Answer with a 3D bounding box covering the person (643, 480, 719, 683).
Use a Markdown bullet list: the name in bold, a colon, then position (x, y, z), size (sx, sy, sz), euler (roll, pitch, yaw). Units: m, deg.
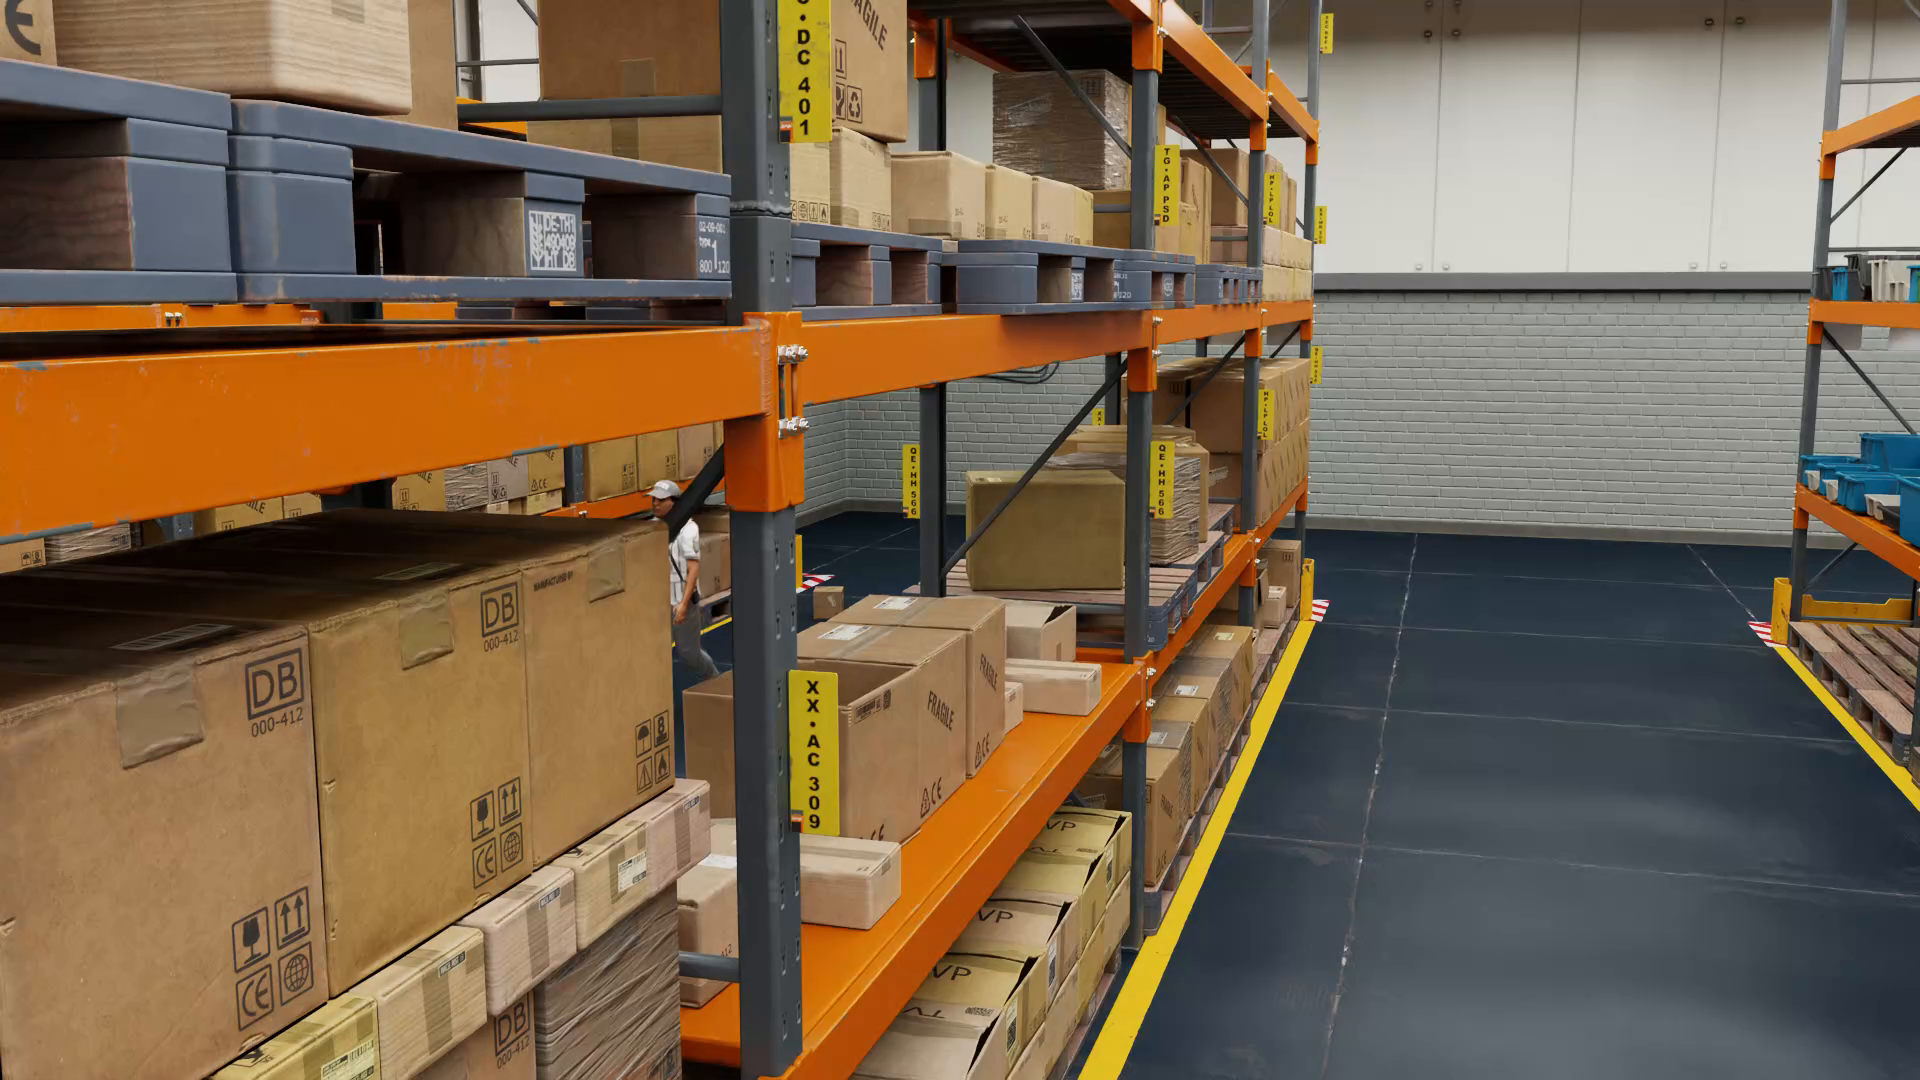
- **person**: position (-1.937, 0.406, 11.085), size (0.472, 1.616, 0.967), euler (3, 9, 17)
